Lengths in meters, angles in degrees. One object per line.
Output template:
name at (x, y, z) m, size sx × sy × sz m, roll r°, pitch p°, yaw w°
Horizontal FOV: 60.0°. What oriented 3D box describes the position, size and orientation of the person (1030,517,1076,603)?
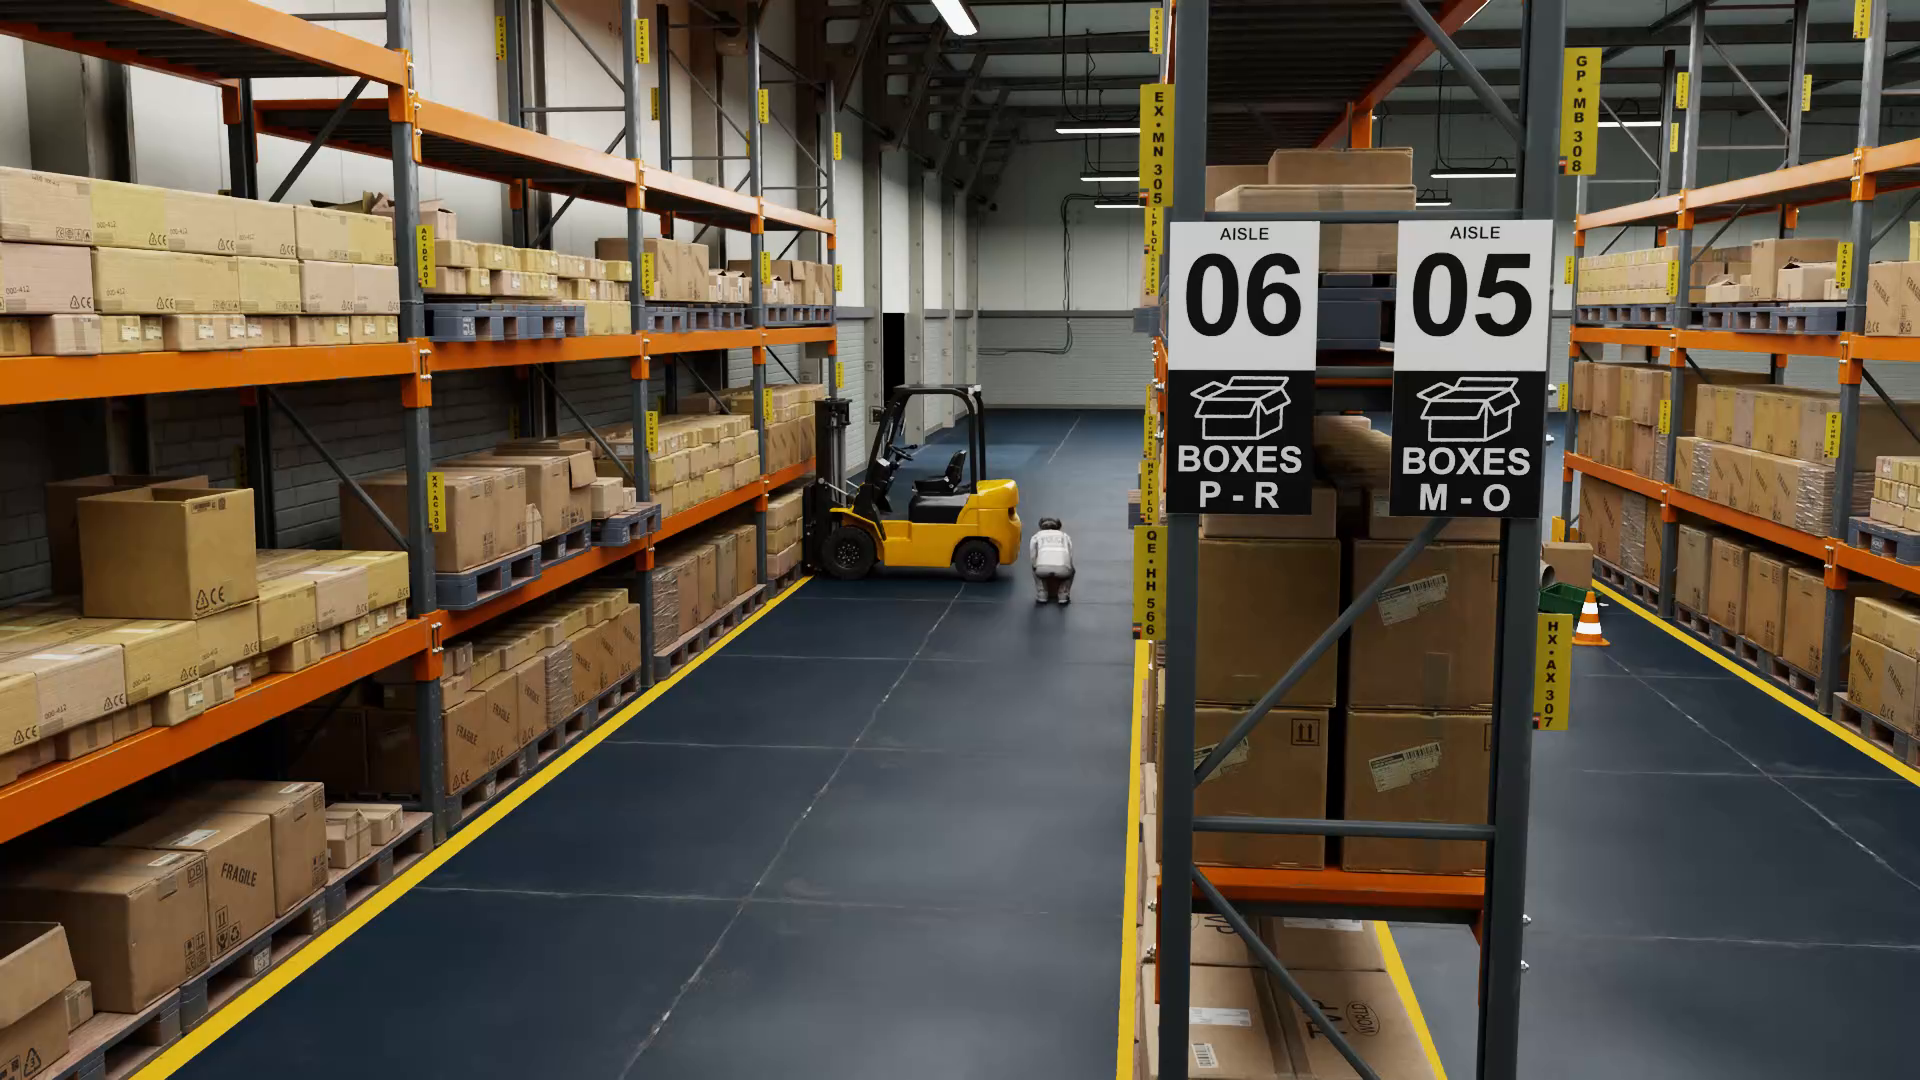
person at (0.964, 0.212, 17.334) m, size 0.479 × 0.849 × 0.859 m, roll 1°, pitch 8°, yaw 6°
